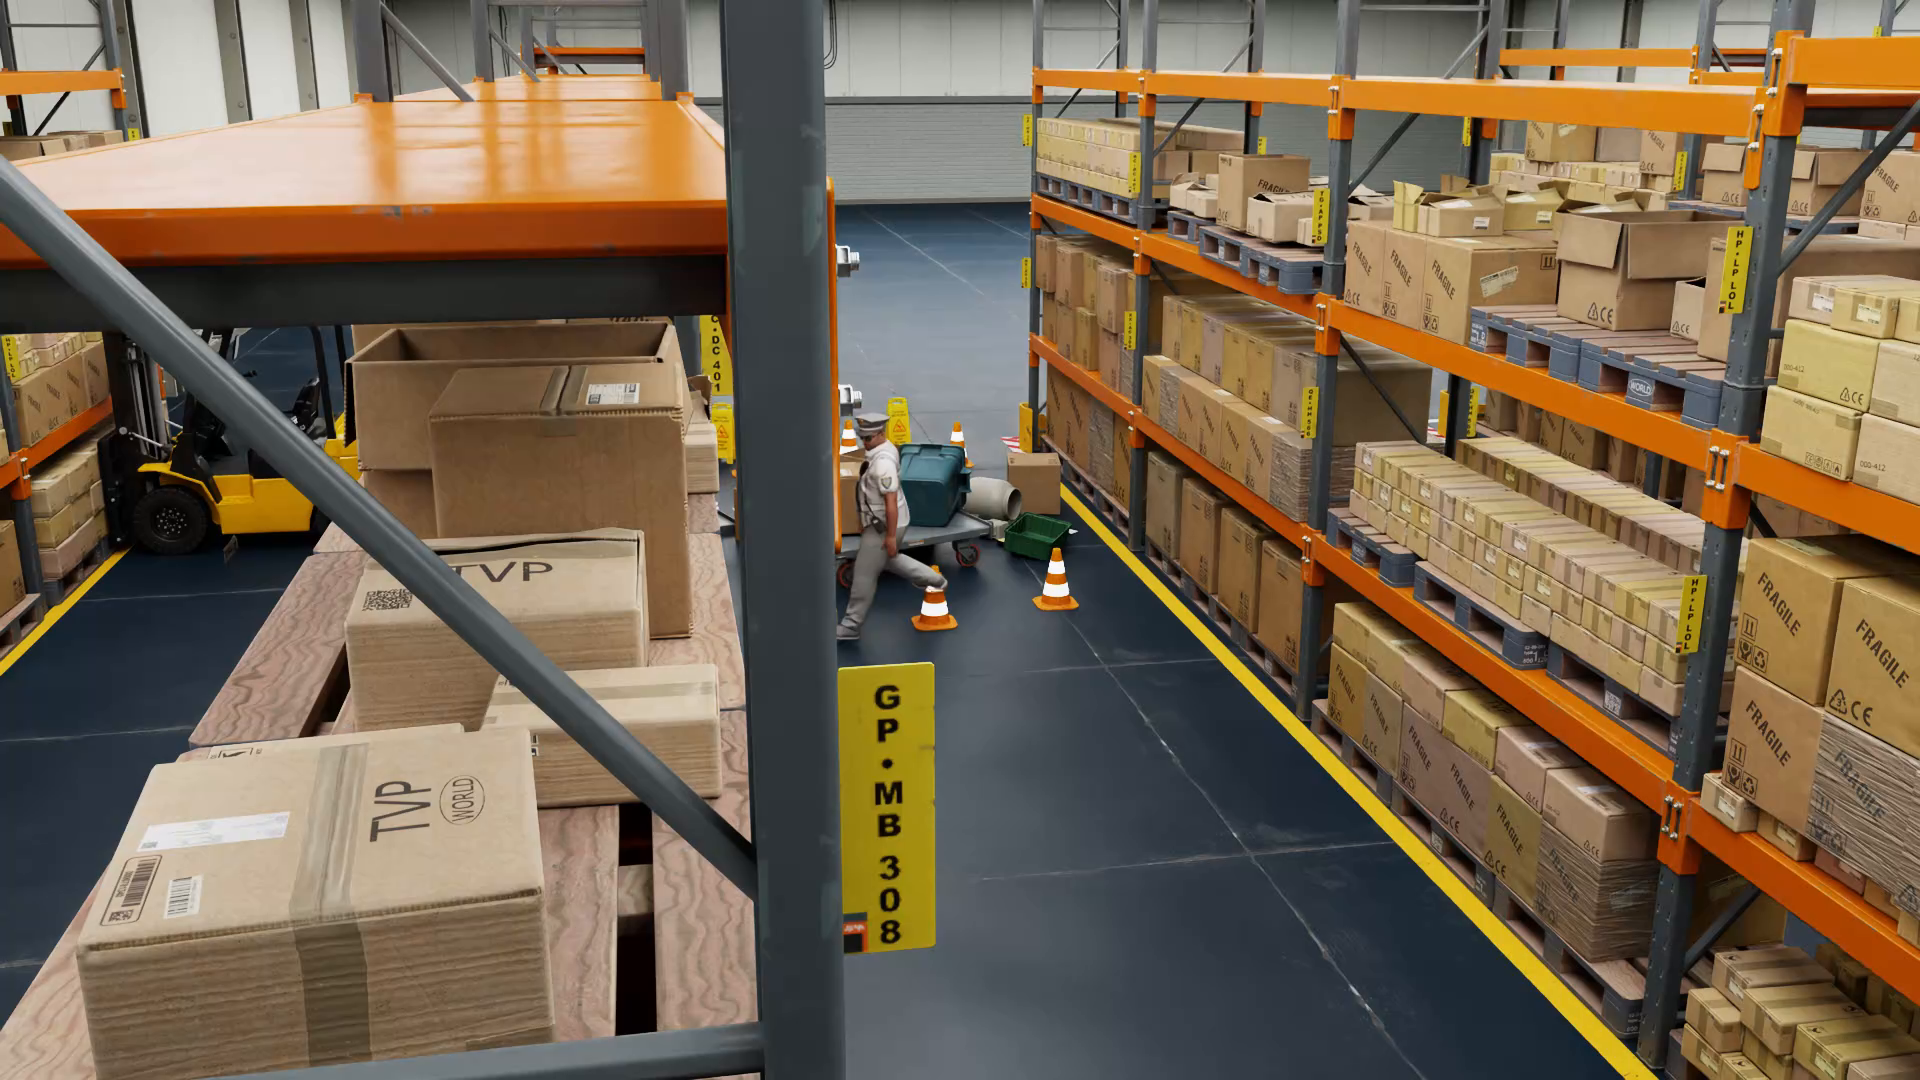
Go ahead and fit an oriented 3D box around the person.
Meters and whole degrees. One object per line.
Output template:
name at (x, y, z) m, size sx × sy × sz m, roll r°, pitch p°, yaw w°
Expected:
person at (-0.580, -0.130, 12.497) m, size 0.957 × 1.712 × 0.676 m, roll 1°, pitch 16°, yaw 3°
